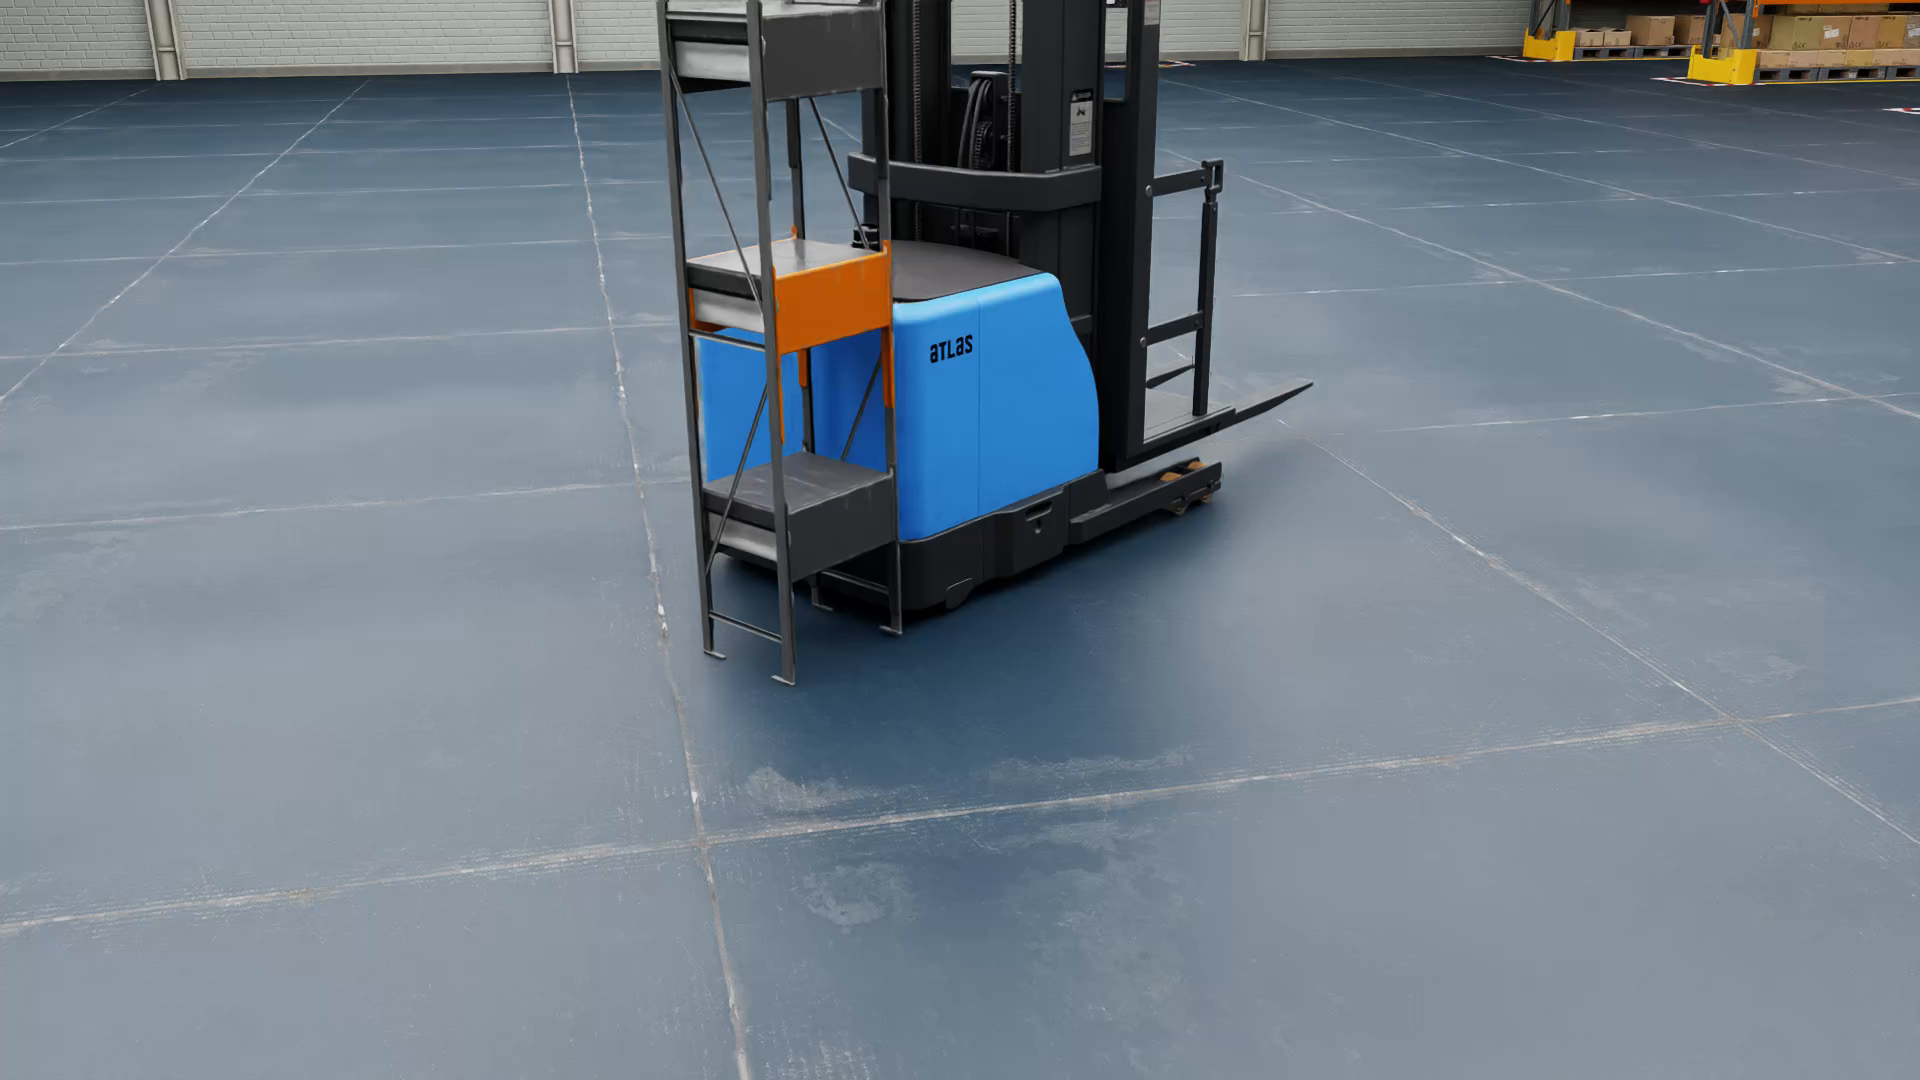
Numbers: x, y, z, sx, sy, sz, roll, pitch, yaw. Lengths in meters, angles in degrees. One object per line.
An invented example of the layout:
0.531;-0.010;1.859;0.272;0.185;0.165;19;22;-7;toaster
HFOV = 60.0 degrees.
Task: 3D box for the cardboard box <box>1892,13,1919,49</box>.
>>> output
14.734;-7.921;25.873;0.500;0.500;0.500;-5;21;-12;cardboard box

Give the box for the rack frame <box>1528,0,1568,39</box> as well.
10.588;-10.149;29.661;0.127;3.000;1.000;-5;21;-12;rack frame

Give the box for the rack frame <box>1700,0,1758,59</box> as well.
11.731;-8.492;25.135;0.127;3.000;1.000;-5;21;-12;rack frame

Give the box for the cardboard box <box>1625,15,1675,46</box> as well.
12.562;-9.293;30.318;0.500;0.500;0.700;-6;21;-16;cardboard box

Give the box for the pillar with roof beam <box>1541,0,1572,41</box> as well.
12.060;-11.870;25.636;0.400;9.000;9.100;-5;21;-12;pillar with roof beam

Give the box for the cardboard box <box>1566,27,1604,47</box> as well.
11.282;-9.118;30.115;0.500;0.311;0.500;-7;21;-19;cardboard box

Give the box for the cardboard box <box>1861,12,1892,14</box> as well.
14.616;-8.092;26.341;0.500;0.500;0.500;-5;21;-12;cardboard box

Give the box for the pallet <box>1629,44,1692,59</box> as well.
12.645;-8.994;30.560;1.213;0.211;1.003;-5;21;-12;pallet

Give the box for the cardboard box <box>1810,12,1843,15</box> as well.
13.641;-8.015;26.131;0.500;0.500;0.500;-5;21;-12;cardboard box

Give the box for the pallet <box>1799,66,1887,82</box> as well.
13.651;-7.352;26.078;1.213;0.211;1.003;-5;21;-12;pallet

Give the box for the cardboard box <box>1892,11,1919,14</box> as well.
15.100;-8.134;26.457;0.500;0.500;0.500;-5;21;-12;cardboard box

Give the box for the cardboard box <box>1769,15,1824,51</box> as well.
12.790;-7.758;25.429;0.500;0.500;0.500;-5;21;-12;cardboard box

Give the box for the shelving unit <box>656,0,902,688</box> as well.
-0.517;-0.644;5.005;0.431;2.100;0.503;16;27;37;shelving unit

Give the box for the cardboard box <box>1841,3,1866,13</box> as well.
16.616;-10.027;31.230;0.500;0.250;0.500;-5;21;-13;cardboard box

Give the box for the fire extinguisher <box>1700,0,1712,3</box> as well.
11.509;-8.601;25.547;0.183;0.674;0.296;-5;21;-12;fire extinguisher

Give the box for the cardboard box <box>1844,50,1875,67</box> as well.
13.764;-7.484;25.771;0.500;0.250;0.500;-5;21;-12;cardboard box

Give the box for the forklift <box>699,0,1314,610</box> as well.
0.407;-1.576;6.355;1.130;2.935;3.031;16;26;37;forklift

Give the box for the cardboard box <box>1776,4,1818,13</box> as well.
15.621;-9.951;31.023;0.500;0.250;0.500;-5;21;-14;cardboard box

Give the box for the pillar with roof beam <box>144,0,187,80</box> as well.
-11.296;-9.971;20.451;0.400;9.000;9.100;-5;21;-12;pillar with roof beam

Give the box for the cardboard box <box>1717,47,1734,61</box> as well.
12.185;-7.539;25.921;0.500;0.250;0.500;-5;21;-12;cardboard box

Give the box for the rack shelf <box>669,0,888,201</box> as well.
-0.526;-1.285;4.760;0.431;0.518;0.480;16;27;37;rack shelf

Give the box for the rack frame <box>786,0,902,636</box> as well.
-0.360;-0.712;5.178;0.400;2.100;0.015;16;27;37;rack frame

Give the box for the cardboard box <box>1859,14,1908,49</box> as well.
14.248;-7.880;25.762;0.500;0.500;0.500;-5;21;-12;cardboard box

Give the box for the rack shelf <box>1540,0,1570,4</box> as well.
12.534;-9.970;30.216;4.000;0.370;1.077;-5;21;-12;rack shelf

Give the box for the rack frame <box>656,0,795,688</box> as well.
-0.675;-0.575;4.832;0.400;2.100;0.015;16;27;37;rack frame

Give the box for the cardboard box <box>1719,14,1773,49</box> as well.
12.185;-7.892;25.794;0.500;0.500;0.500;-5;21;-12;cardboard box

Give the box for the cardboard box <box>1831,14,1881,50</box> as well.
13.765;-7.836;25.641;0.500;0.500;0.500;-5;21;-12;cardboard box

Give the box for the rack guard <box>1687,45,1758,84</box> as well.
11.708;-7.316;25.559;0.348;0.500;1.175;-5;21;-12;rack guard

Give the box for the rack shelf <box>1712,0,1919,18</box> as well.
13.677;-8.312;25.691;4.000;0.370;1.077;-5;21;-12;rack shelf

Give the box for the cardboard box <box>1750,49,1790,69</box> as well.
12.304;-7.366;25.448;0.500;0.250;0.500;-5;21;-12;cardboard box

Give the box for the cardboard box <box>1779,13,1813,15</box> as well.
13.154;-7.976;26.024;0.500;0.500;0.500;-5;21;-12;cardboard box

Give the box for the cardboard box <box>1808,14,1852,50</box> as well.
13.274;-7.802;25.549;0.500;0.500;0.500;-5;21;-12;cardboard box

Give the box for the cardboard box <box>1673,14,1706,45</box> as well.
13.479;-9.403;30.618;0.500;0.500;0.500;-6;21;-17;cardboard box

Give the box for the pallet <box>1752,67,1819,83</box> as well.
12.466;-7.257;25.818;1.213;0.211;1.003;-5;21;-12;pallet

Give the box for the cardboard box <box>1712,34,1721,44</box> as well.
13.967;-9.290;30.793;0.250;0.166;0.380;-7;21;-20;cardboard box

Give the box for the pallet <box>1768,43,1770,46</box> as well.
15.238;-9.219;31.174;1.213;0.211;1.003;-5;21;-12;pallet

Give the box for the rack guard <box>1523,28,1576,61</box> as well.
10.662;-8.982;30.107;0.348;0.500;1.175;-5;21;-12;rack guard

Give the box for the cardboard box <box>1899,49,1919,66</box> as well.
14.734;-7.568;26.001;0.500;0.250;0.500;-5;21;-12;cardboard box

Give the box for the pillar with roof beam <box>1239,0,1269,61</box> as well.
6.221;-11.395;24.340;0.400;9.000;9.100;-5;21;-12;pillar with roof beam

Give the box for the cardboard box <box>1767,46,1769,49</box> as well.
12.669;-7.583;26.040;0.500;0.250;0.500;-5;21;-12;cardboard box

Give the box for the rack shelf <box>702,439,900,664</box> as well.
-0.509;0.023;5.260;0.431;0.518;0.480;16;27;37;rack shelf

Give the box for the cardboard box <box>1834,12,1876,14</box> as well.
14.127;-8.055;26.240;0.500;0.500;0.500;-5;21;-12;cardboard box

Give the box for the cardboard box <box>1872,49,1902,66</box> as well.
14.251;-7.524;25.879;0.500;0.250;0.500;-5;21;-12;cardboard box

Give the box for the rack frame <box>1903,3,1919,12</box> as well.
18.373;-10.783;31.389;0.127;3.000;1.000;-5;21;-12;rack frame

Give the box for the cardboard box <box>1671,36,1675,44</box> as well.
12.919;-9.214;30.612;0.250;0.149;0.380;-6;21;-17;cardboard box

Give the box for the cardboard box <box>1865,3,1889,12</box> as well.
17.115;-10.069;31.345;0.500;0.250;0.500;-4;21;-11;cardboard box

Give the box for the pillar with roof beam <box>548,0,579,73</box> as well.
-5.457;-10.446;21.747;0.400;9.000;9.100;-5;21;-12;pillar with roof beam

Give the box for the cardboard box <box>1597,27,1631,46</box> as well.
11.836;-9.163;30.238;0.500;0.311;0.500;-3;20;-8;cardboard box

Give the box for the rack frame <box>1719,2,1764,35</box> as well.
14.480;-10.466;30.525;0.127;3.000;1.000;-5;21;-12;rack frame

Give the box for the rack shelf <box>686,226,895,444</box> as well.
-0.517;-0.631;5.010;0.431;0.518;0.480;16;27;37;rack shelf

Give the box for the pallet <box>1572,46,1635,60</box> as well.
11.460;-8.899;30.300;1.213;0.211;1.003;-5;21;-12;pallet

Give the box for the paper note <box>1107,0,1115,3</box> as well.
2.629;-9.432;28.983;0.142;0.148;0.016;-5;21;-12;paper note

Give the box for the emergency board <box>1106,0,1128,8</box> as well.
2.817;-9.837;28.807;0.643;1.169;0.194;-5;21;-12;emergency board

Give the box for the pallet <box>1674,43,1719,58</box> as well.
13.835;-9.092;30.827;1.213;0.211;1.003;-5;21;-12;pallet

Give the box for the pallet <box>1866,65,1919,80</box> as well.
14.840;-7.450;26.345;1.213;0.211;1.003;-5;21;-12;pallet

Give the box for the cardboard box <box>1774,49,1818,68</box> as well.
12.790;-7.406;25.559;0.500;0.250;0.500;-5;21;-12;cardboard box

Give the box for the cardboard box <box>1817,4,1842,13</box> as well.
16.126;-9.993;31.138;0.500;0.250;0.500;-5;21;-14;cardboard box

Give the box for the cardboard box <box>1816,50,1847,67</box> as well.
13.277;-7.446;25.667;0.500;0.250;0.500;-5;21;-12;cardboard box

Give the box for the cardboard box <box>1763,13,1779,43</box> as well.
15.193;-9.563;31.053;0.500;0.500;0.700;-4;20;-11;cardboard box
